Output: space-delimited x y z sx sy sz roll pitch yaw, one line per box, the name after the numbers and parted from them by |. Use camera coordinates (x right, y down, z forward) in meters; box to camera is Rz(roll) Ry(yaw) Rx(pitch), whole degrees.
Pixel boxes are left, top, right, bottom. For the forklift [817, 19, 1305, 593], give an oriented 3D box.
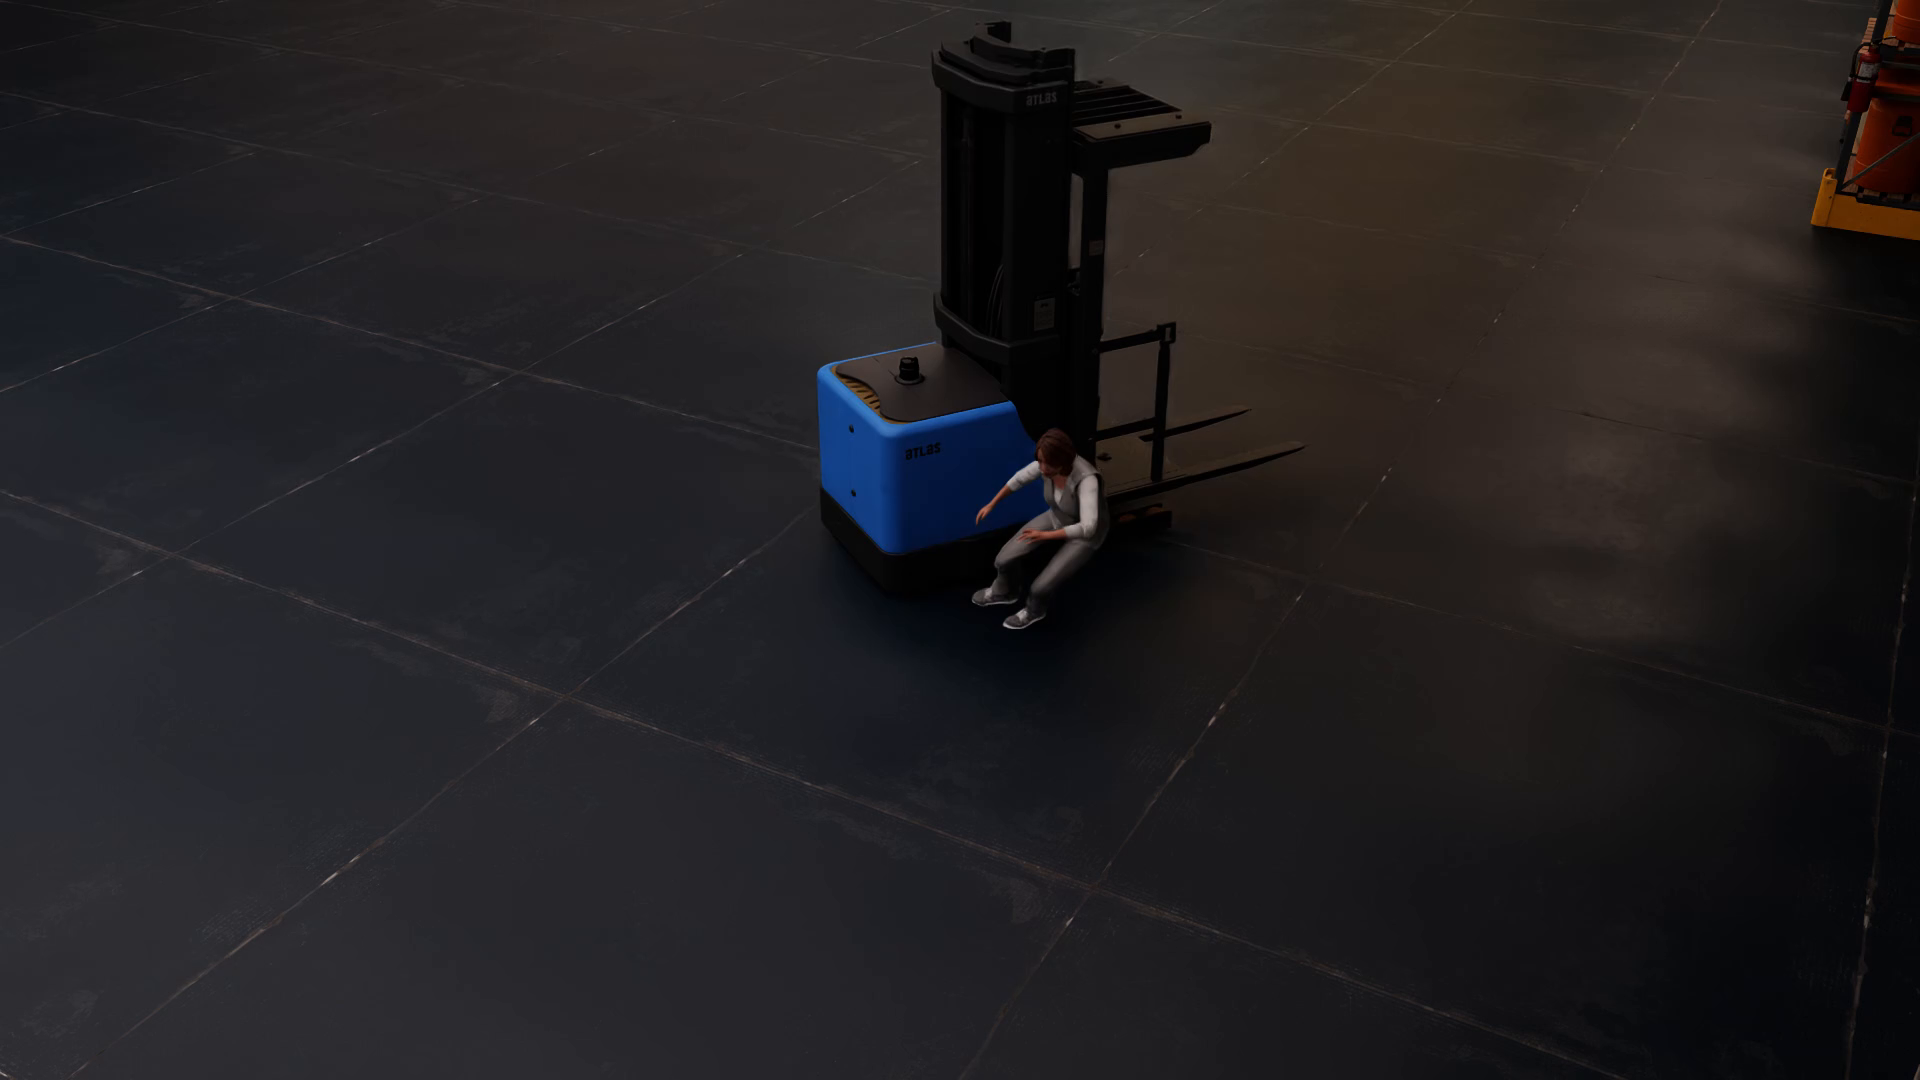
0.707 -1.477 9.630 3.031 2.935 1.130 -15 33 -23 | forklift

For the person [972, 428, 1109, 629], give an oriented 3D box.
0.372 0.005 8.648 0.915 1.368 0.839 21 36 32 | person
